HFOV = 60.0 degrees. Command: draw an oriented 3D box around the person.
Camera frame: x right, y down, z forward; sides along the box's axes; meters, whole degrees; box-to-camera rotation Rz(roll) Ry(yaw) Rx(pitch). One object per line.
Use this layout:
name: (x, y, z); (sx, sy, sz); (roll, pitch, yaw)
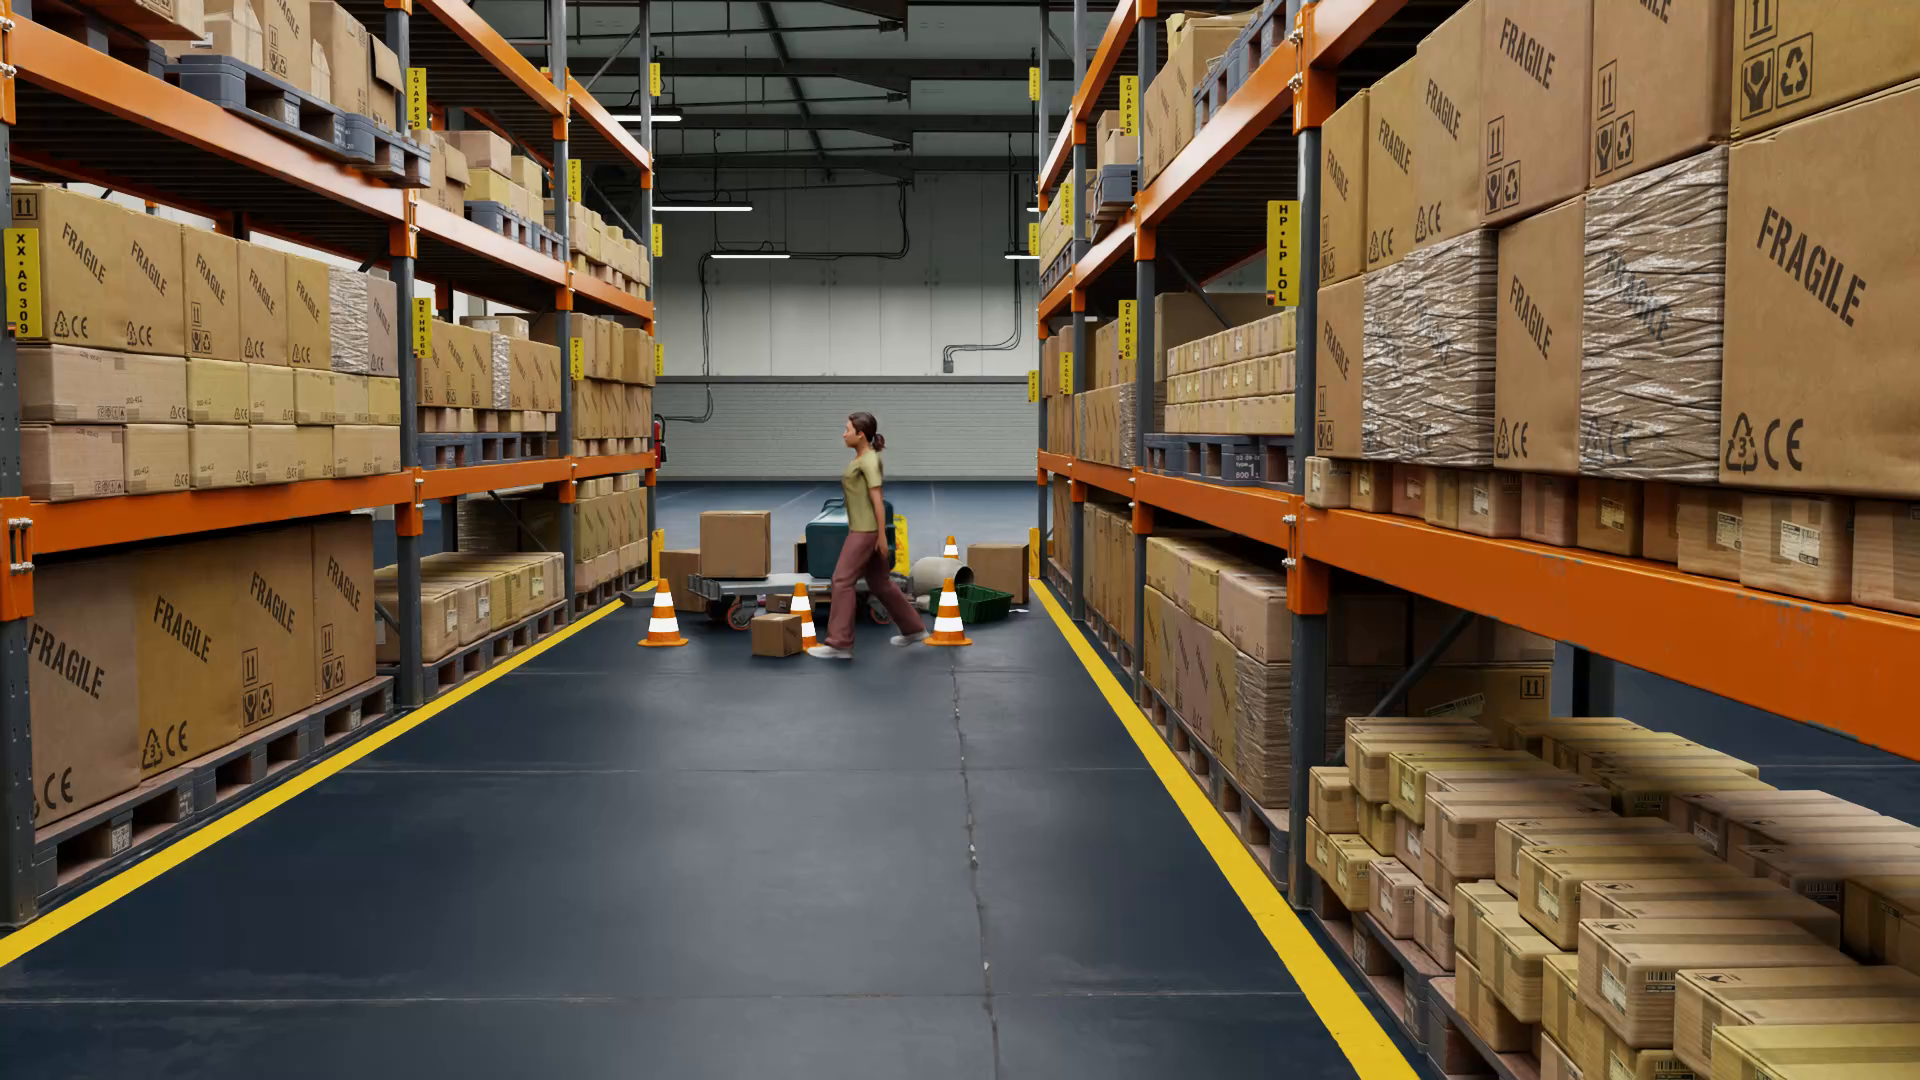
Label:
person: (-0.617, -0.043, 11.234); (0.850, 1.637, 0.573); (0, 4, -6)
